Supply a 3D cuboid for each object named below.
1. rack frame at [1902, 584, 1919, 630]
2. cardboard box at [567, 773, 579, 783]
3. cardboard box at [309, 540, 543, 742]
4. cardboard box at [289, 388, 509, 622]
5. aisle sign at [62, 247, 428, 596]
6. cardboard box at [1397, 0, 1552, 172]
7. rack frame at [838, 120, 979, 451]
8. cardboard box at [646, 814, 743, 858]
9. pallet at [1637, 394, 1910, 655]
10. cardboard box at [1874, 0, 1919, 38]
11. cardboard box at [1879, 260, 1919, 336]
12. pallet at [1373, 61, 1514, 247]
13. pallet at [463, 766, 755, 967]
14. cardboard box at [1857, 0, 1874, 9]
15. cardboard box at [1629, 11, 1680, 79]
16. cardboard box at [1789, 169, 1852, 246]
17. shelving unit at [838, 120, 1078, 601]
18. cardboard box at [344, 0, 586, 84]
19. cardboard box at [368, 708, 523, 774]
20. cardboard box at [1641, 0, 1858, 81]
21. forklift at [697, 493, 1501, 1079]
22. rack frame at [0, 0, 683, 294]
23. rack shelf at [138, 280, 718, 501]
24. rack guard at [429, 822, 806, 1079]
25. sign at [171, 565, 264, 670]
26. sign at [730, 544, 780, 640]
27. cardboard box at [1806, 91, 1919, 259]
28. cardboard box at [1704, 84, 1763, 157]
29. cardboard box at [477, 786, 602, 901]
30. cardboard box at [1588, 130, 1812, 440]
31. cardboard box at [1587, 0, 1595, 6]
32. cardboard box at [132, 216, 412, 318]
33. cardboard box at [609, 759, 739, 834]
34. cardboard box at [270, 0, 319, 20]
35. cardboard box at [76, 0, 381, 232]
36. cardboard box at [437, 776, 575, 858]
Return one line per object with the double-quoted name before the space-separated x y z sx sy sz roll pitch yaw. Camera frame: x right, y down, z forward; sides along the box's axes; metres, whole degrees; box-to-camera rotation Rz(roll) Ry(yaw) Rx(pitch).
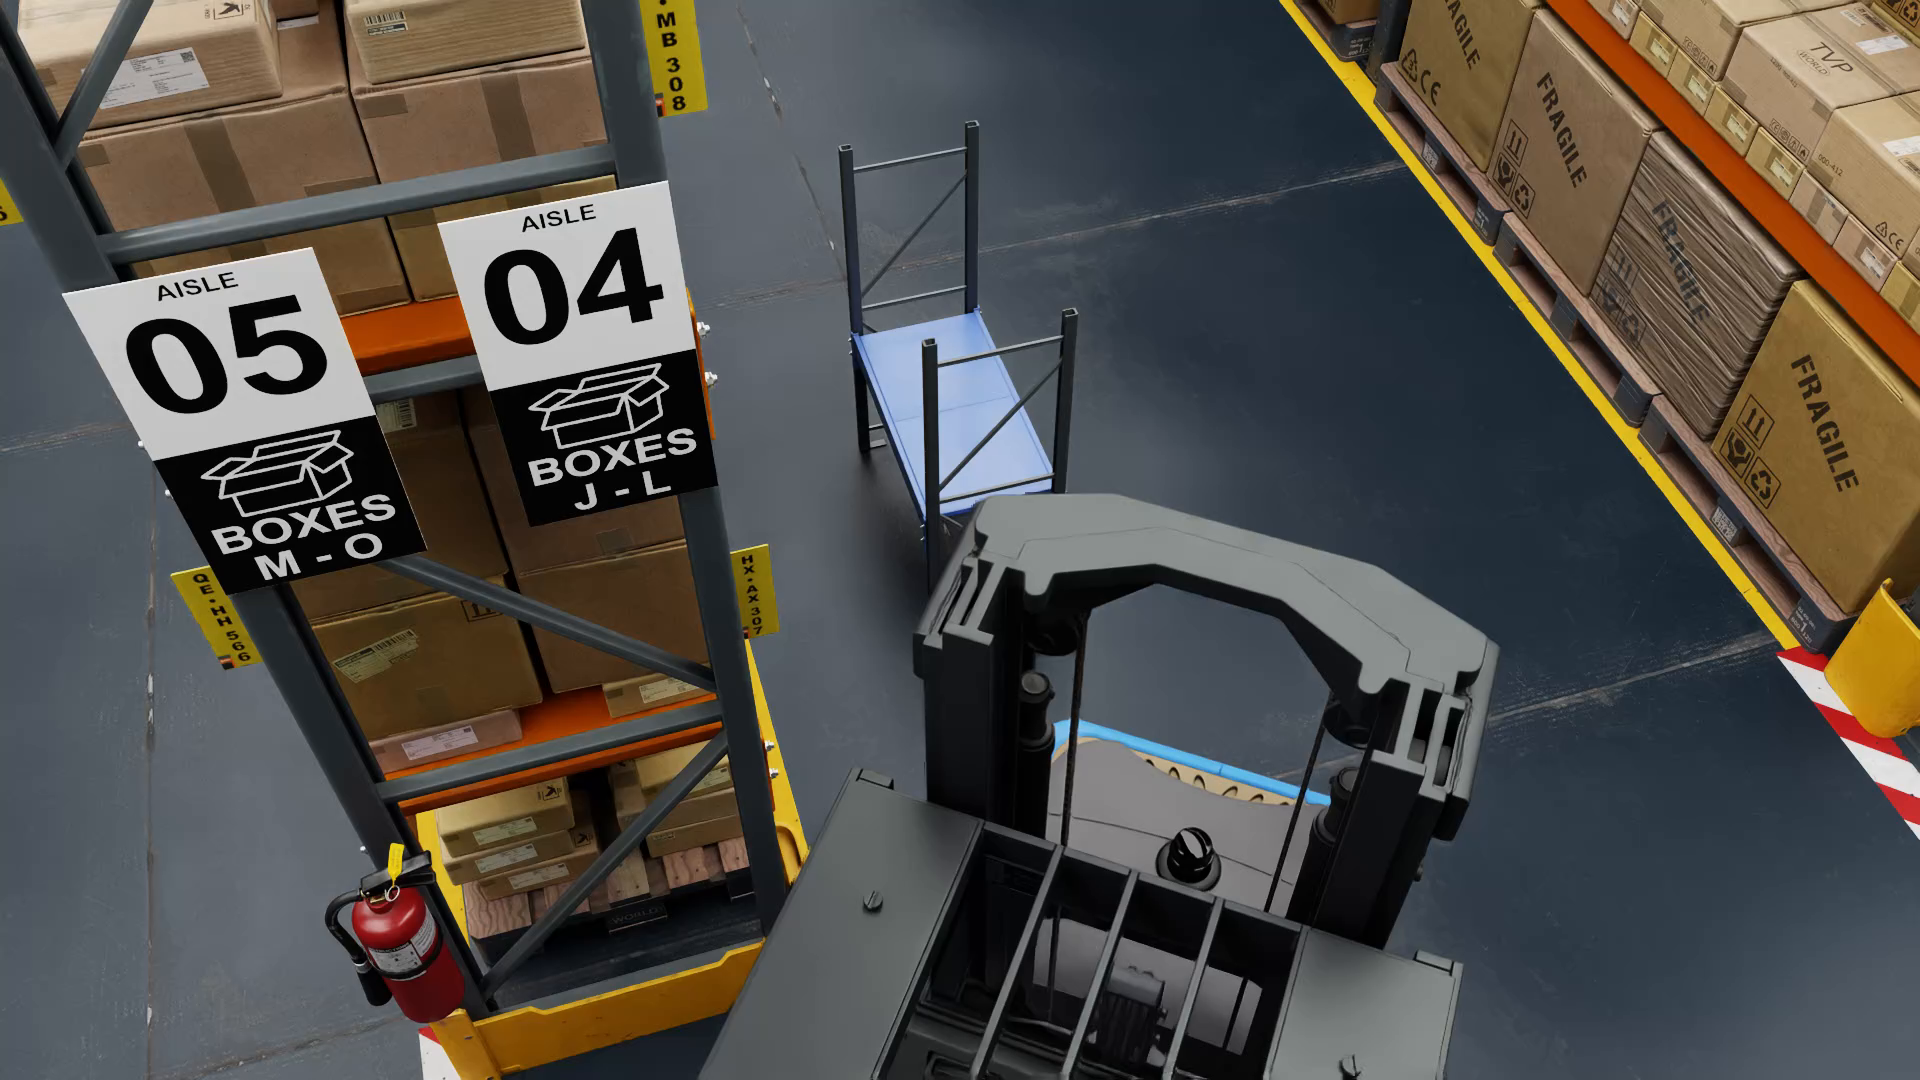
"rack frame" 3.764 -0.520 5.016 1.000 3.000 0.127 -13 51 -11
"cardboard box" -1.458 0.692 5.390 0.380 0.149 0.250 -14 51 -12
"cardboard box" -1.382 0.130 4.208 0.500 0.500 0.500 -12 51 -10
"cardboard box" -1.377 -0.200 3.833 0.500 0.500 0.500 -14 51 -12
"aisle sign" -1.269 -0.189 3.037 0.394 0.787 0.004 -13 51 -11
"cardboard box" 2.700 -2.392 7.709 0.875 0.875 0.875 -13 51 -11
"rack frame" -0.176 -0.917 6.332 0.500 1.500 0.032 -13 51 -11
"cardboard box" -0.853 0.856 5.446 0.380 0.149 0.250 -12 51 -10
"pallet" 3.453 -0.187 6.560 1.003 0.211 1.213 -13 51 -11
"cardboard box" 3.574 -1.963 5.646 0.500 0.500 0.500 -15 51 -12
"cardboard box" 3.266 -0.814 5.428 0.380 0.149 0.250 -13 51 -11
"pallet" 2.732 -1.969 8.062 1.003 0.211 1.213 -13 51 -11
"pallet" -1.232 0.770 5.753 1.003 0.211 1.213 -13 51 -11
"cardboard box" 3.416 -2.105 6.256 0.500 0.250 0.500 -14 51 -12
"cardboard box" 2.814 -1.931 6.370 0.380 0.149 0.250 -15 51 -12
"cardboard box" 3.120 -1.181 5.738 0.380 0.149 0.250 -13 51 -10
"shelving unit" -0.025 -0.546 6.019 0.538 1.500 1.048 -13 51 -11
"cardboard box" -0.882 -0.968 2.943 0.380 0.149 0.250 -14 51 -11
"cardboard box" -1.370 0.435 4.376 0.380 0.149 0.250 -13 51 -11
"cardboard box" 2.909 -1.983 6.153 0.500 0.250 0.500 -13 51 -11
"forklift" 0.207 1.425 3.421 1.130 2.935 3.031 16 52 13
"rack frame" -1.004 -1.406 1.839 1.000 3.000 0.127 -13 51 -11
"rack shelf" -1.595 -1.668 4.492 1.077 0.370 4.000 -13 51 -11
"rack guard" -1.026 1.278 5.135 1.175 0.500 0.348 -13 51 -11
"sign" -1.540 0.164 3.476 0.100 0.325 0.005 -13 51 -11
"sign" -0.485 0.126 3.905 0.100 0.325 0.005 -13 51 -11
"cardboard box" 3.218 -1.232 5.520 0.500 0.250 0.500 -14 51 -12
"cardboard box" 2.964 -1.559 6.057 0.380 0.149 0.250 -13 51 -11
"cardboard box" -1.358 0.974 5.347 0.380 0.149 0.250 -13 51 -10
"cardboard box" 3.230 -1.084 6.607 0.875 0.875 0.875 -13 51 -11
"cardboard box" 2.663 -2.306 6.686 0.380 0.149 0.250 -14 51 -11
"cardboard box" -1.391 -0.663 3.273 0.500 0.250 0.500 -14 51 -12
"cardboard box" -0.913 0.775 5.320 0.380 0.149 0.250 -11 51 -9
"cardboard box" -1.382 -1.054 3.015 0.380 0.149 0.250 -13 51 -10
"cardboard box" -1.383 -0.831 3.087 0.500 0.250 0.500 -15 51 -12
"cardboard box" -1.402 0.790 5.112 0.380 0.149 0.250 -13 51 -11
